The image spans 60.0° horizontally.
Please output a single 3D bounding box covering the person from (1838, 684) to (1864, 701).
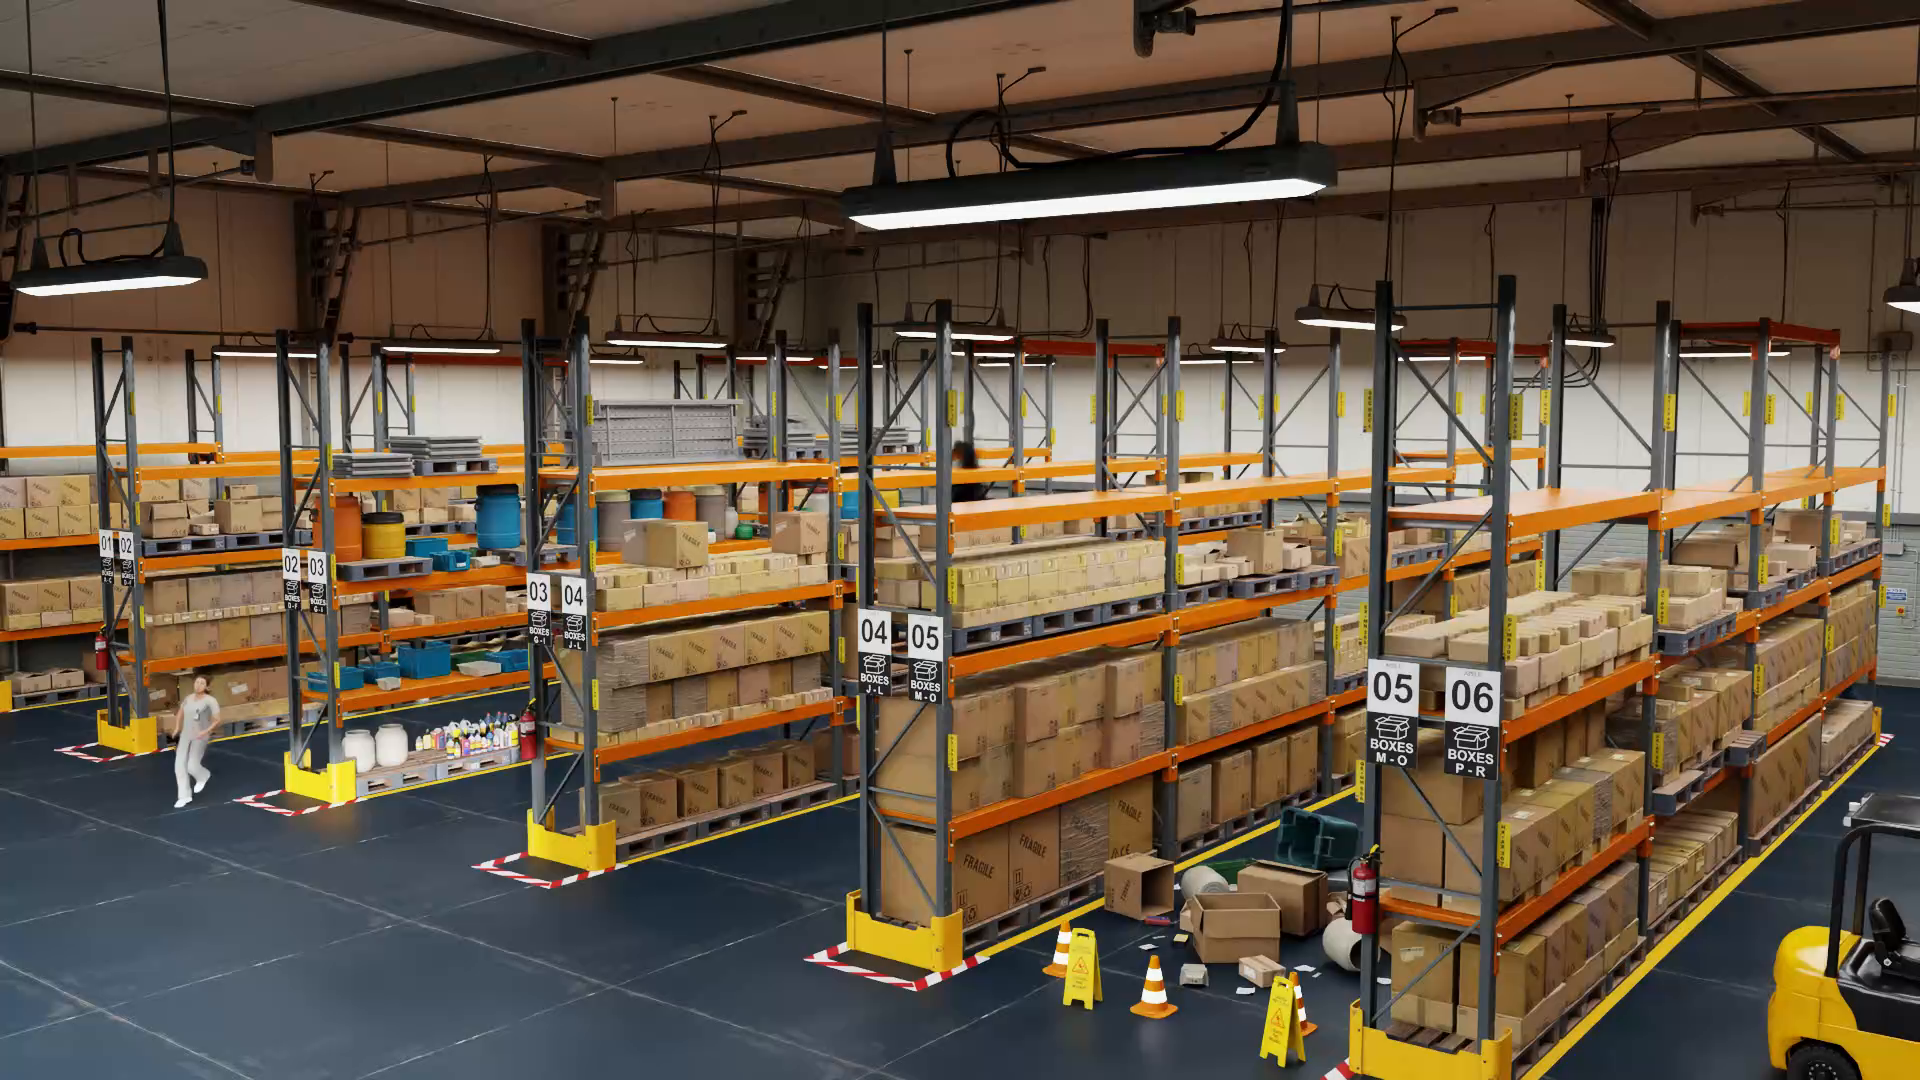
[{"bbox_3d":[13.917,2.113,26.099,0.556,1.605,0.796,-3,6,-28],"label":"person"}]

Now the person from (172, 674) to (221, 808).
[{"bbox_3d":[-9.695,2.533,21.124,0.616,1.633,0.683,1,5,7],"label":"person"}]

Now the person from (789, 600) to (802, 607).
[{"bbox_3d":[-3.222,1.513,32.498,0.579,1.673,0.922,2,6,27],"label":"person"}]

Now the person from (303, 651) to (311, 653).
[{"bbox_3d":[-11.066,1.828,28.349,0.651,1.743,0.585,3,6,31],"label":"person"}]
